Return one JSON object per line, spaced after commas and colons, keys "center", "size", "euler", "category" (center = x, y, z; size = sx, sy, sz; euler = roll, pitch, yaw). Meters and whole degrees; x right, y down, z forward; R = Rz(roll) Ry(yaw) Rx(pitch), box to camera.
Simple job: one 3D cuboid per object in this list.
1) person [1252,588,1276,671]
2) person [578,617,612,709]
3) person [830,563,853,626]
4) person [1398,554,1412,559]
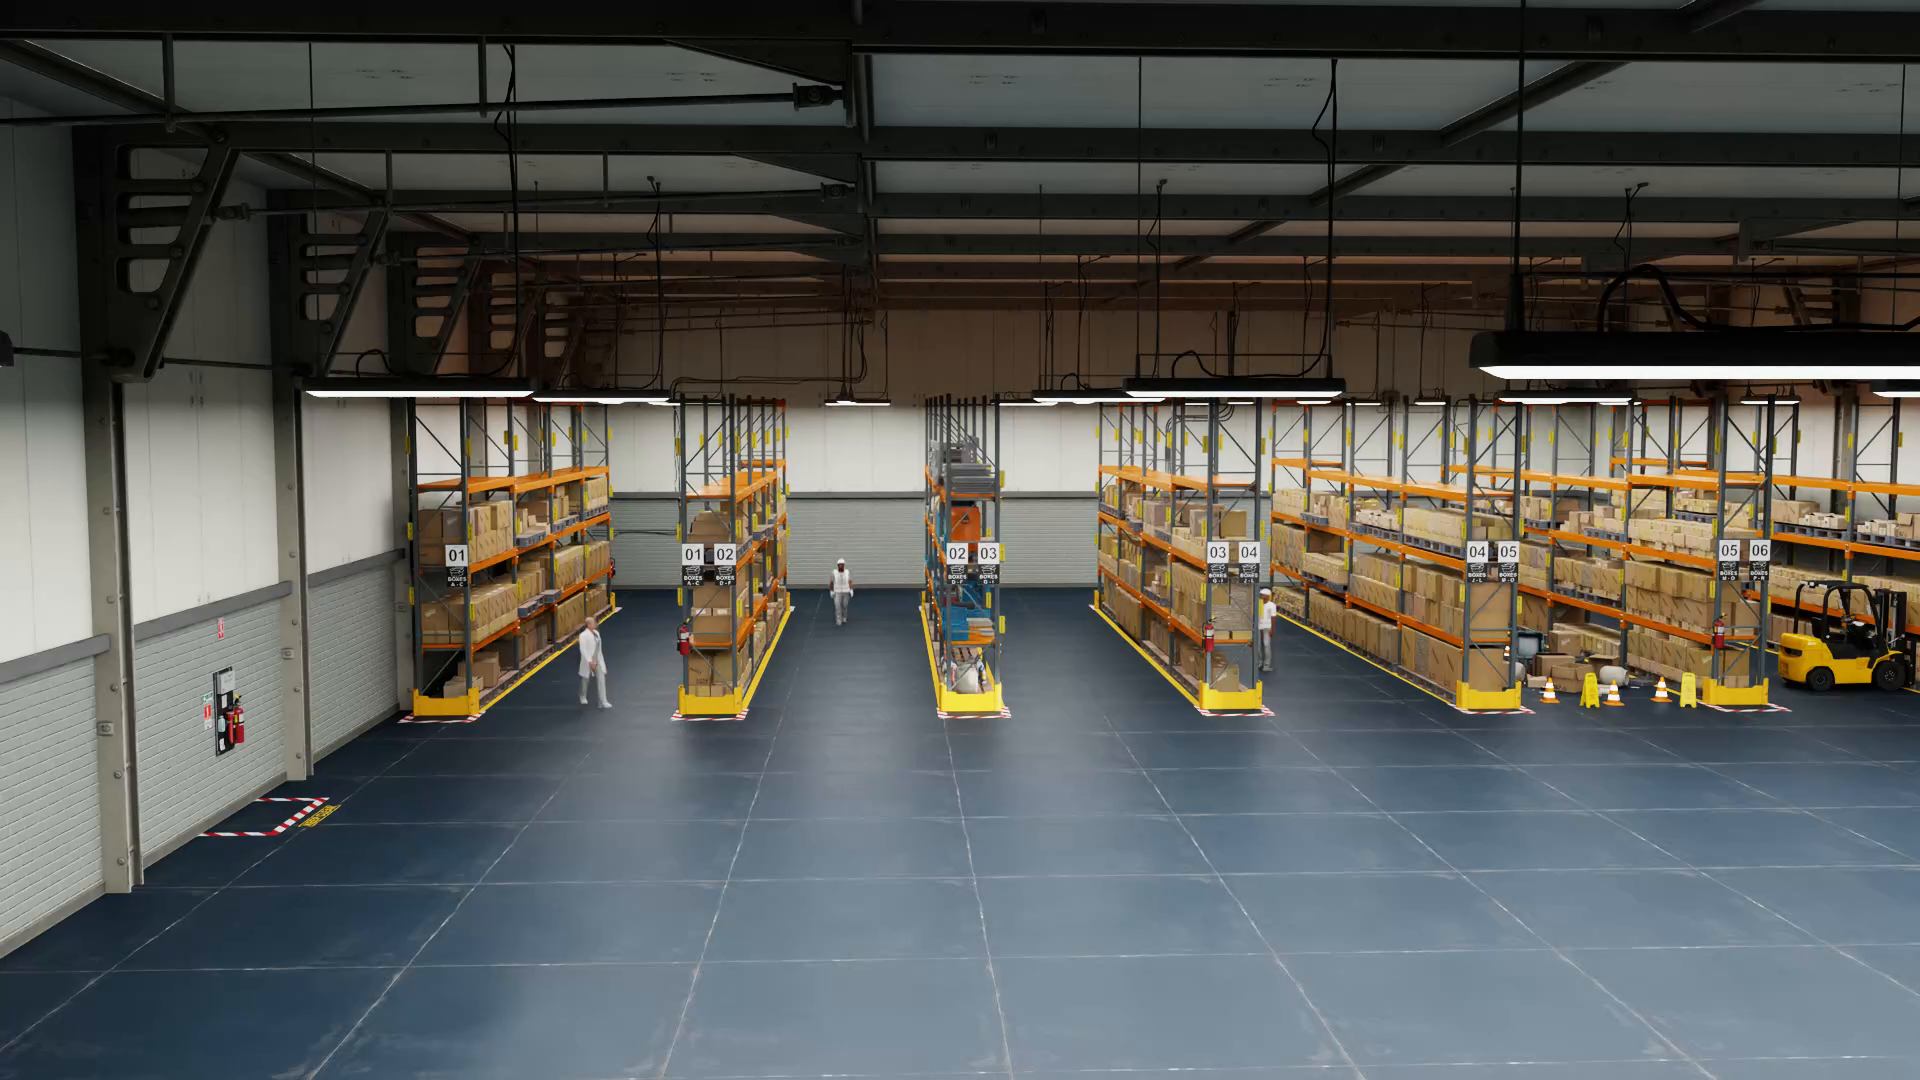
{"center": [6.626, 1.959, 36.600], "size": [0.608, 1.771, 0.622], "euler": [3, 6, 35], "category": "person"}
{"center": [-7.023, 2.337, 31.742], "size": [0.530, 1.720, 1.158], "euler": [-3, 5, -30], "category": "person"}
{"center": [-3.131, 1.378, 43.868], "size": [0.610, 1.671, 1.046], "euler": [0, 5, -5], "category": "person"}
{"center": [13.741, 0.797, 51.357], "size": [0.464, 1.588, 0.480], "euler": [-1, 5, -9], "category": "person"}
